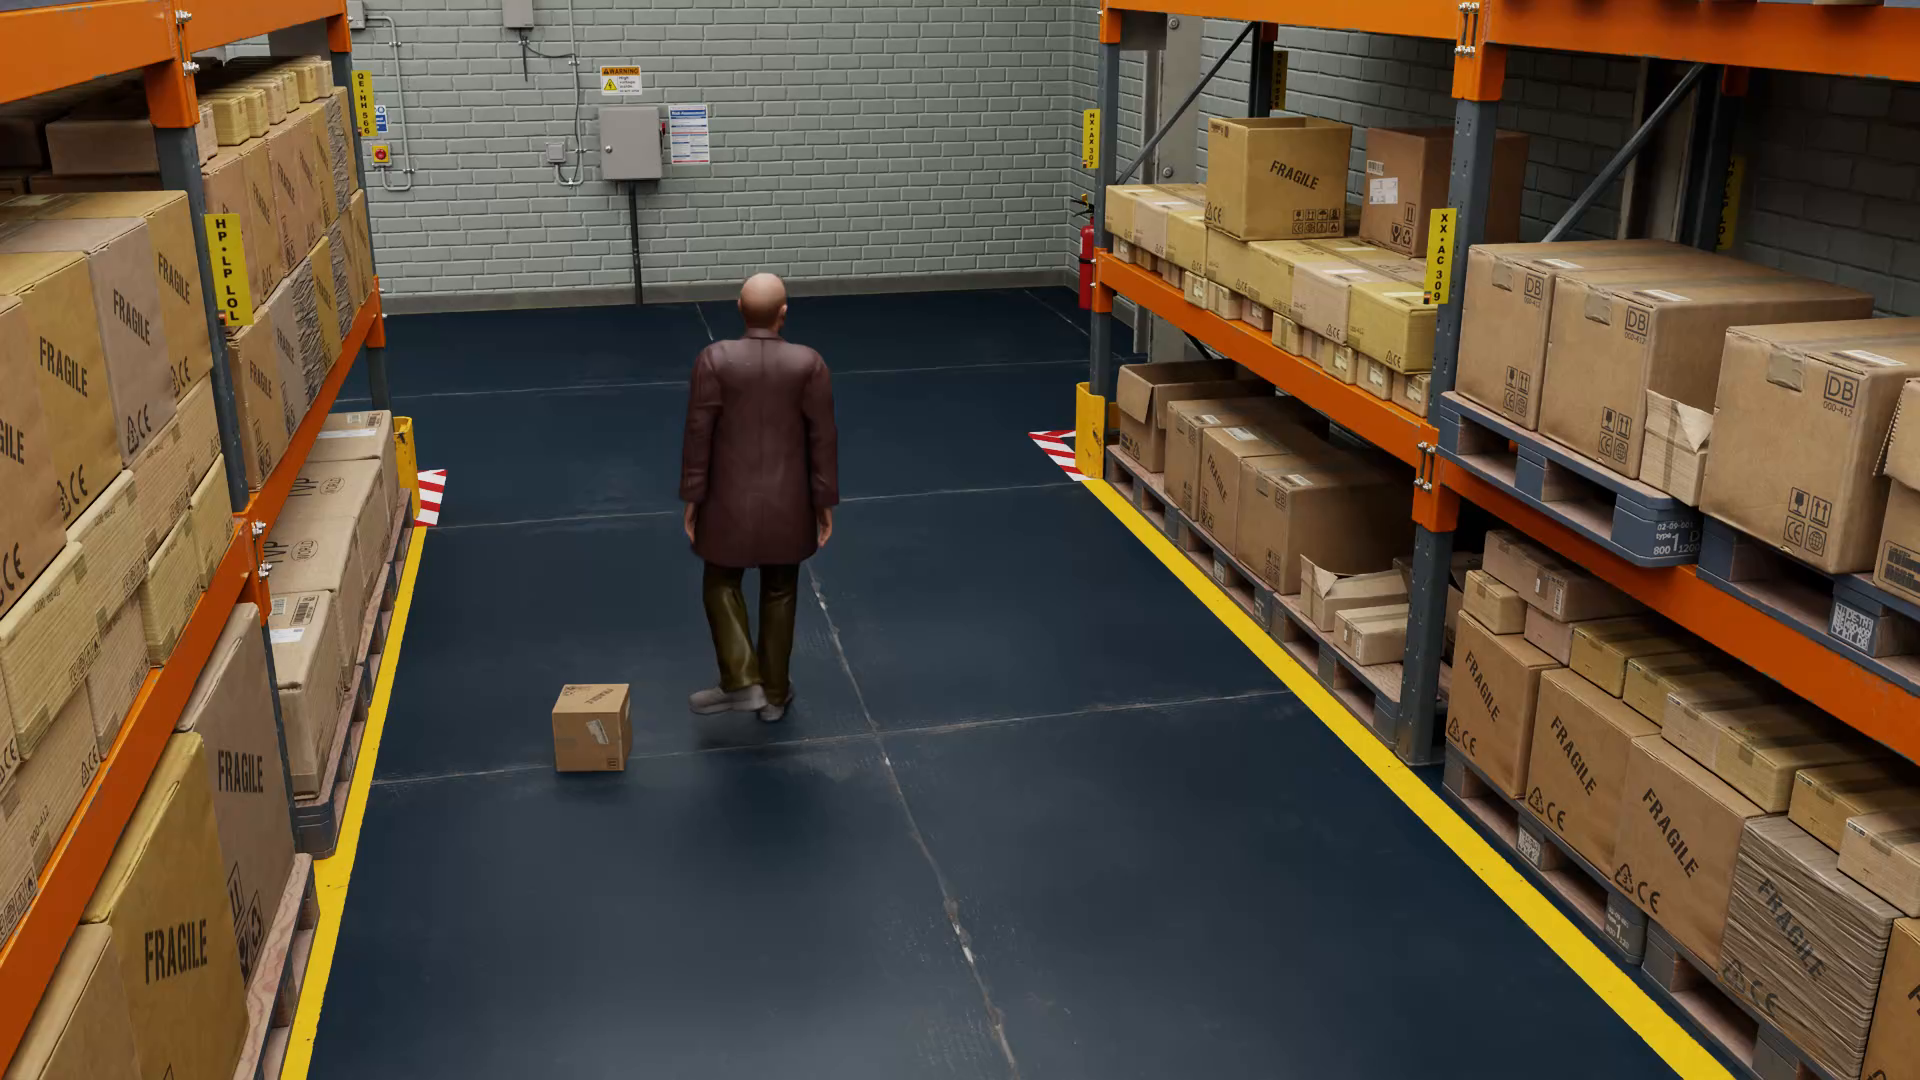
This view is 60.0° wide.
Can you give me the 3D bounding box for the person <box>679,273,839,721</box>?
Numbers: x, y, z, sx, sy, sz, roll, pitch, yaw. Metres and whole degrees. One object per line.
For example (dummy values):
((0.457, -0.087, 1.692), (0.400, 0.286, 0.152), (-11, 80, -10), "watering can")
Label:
((-0.775, -0.123, 6.433), (0.630, 1.771, 0.592), (-3, 20, -9), "person")
